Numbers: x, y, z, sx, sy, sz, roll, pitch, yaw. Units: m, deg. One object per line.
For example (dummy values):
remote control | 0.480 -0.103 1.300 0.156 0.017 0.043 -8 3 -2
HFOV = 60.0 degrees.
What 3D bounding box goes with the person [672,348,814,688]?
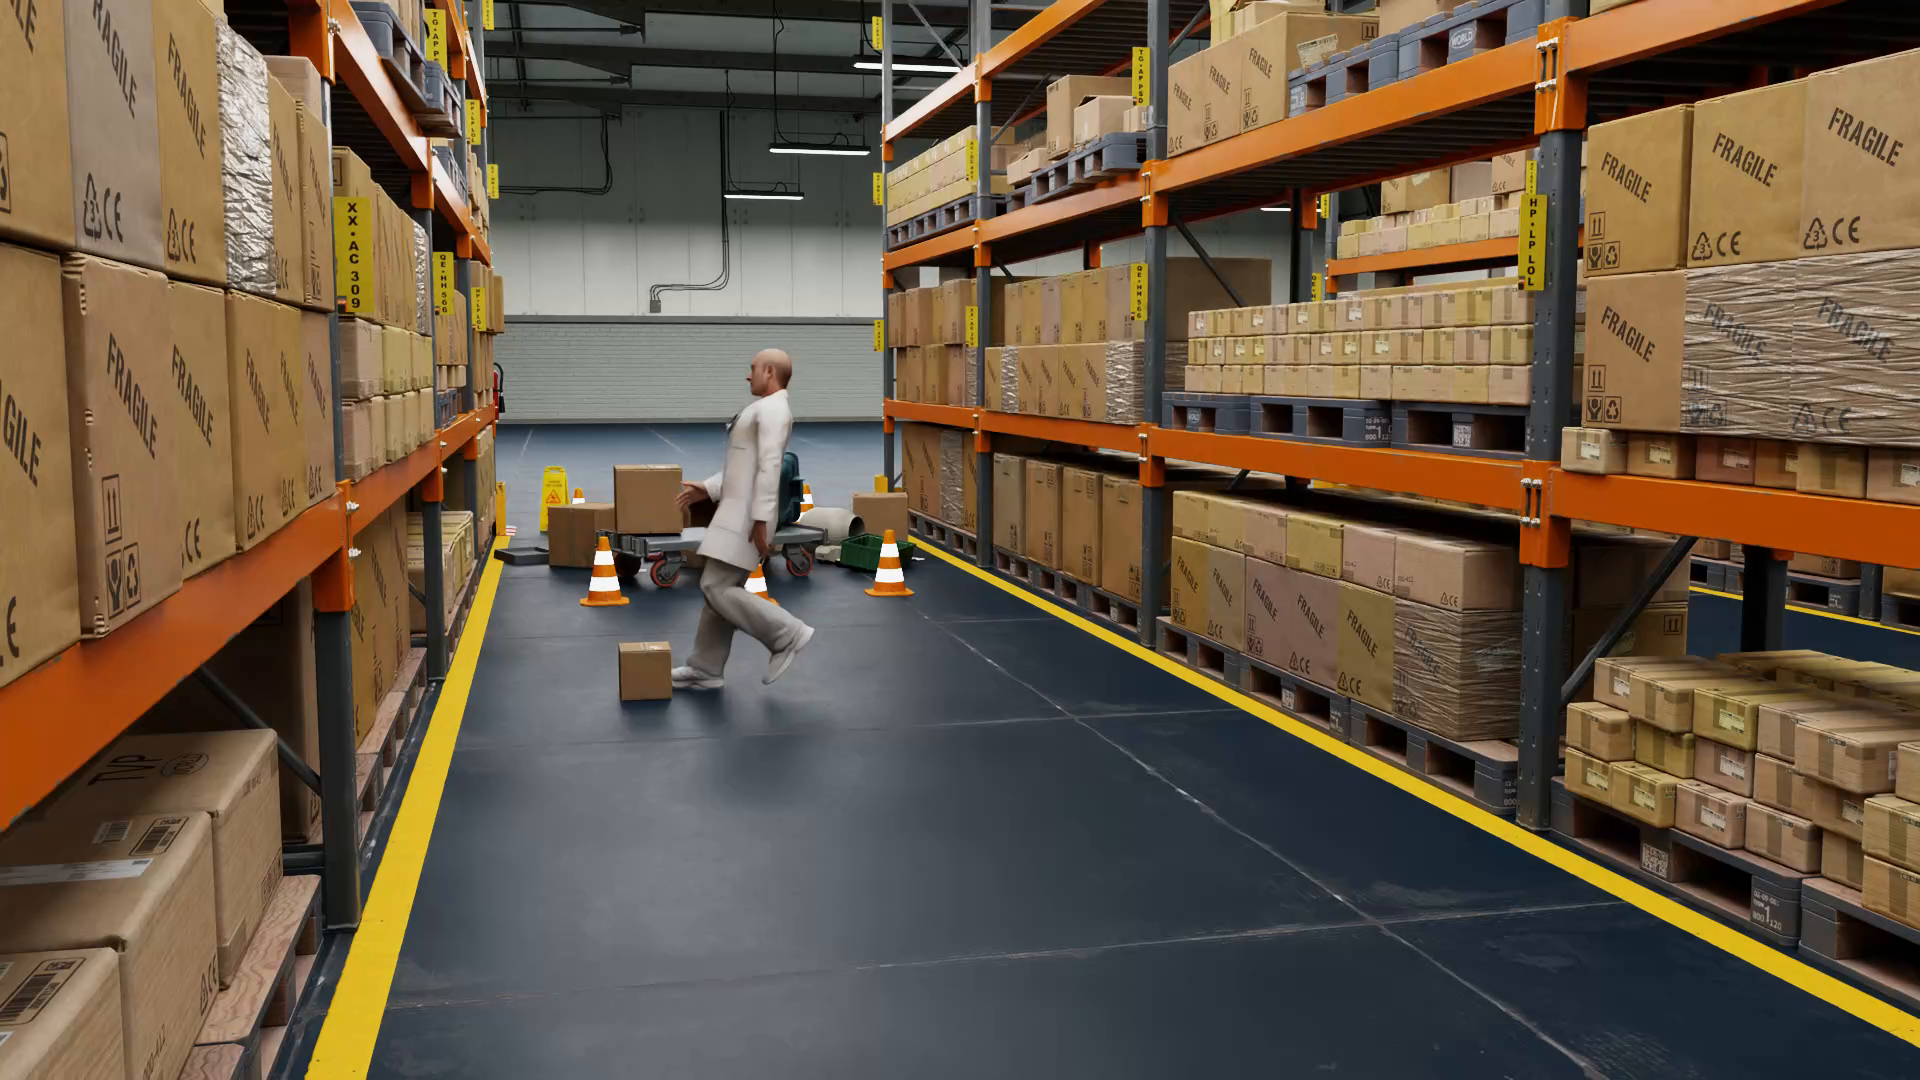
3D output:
person | -1.162 -0.102 8.426 0.838 1.729 0.667 0 6 -3
